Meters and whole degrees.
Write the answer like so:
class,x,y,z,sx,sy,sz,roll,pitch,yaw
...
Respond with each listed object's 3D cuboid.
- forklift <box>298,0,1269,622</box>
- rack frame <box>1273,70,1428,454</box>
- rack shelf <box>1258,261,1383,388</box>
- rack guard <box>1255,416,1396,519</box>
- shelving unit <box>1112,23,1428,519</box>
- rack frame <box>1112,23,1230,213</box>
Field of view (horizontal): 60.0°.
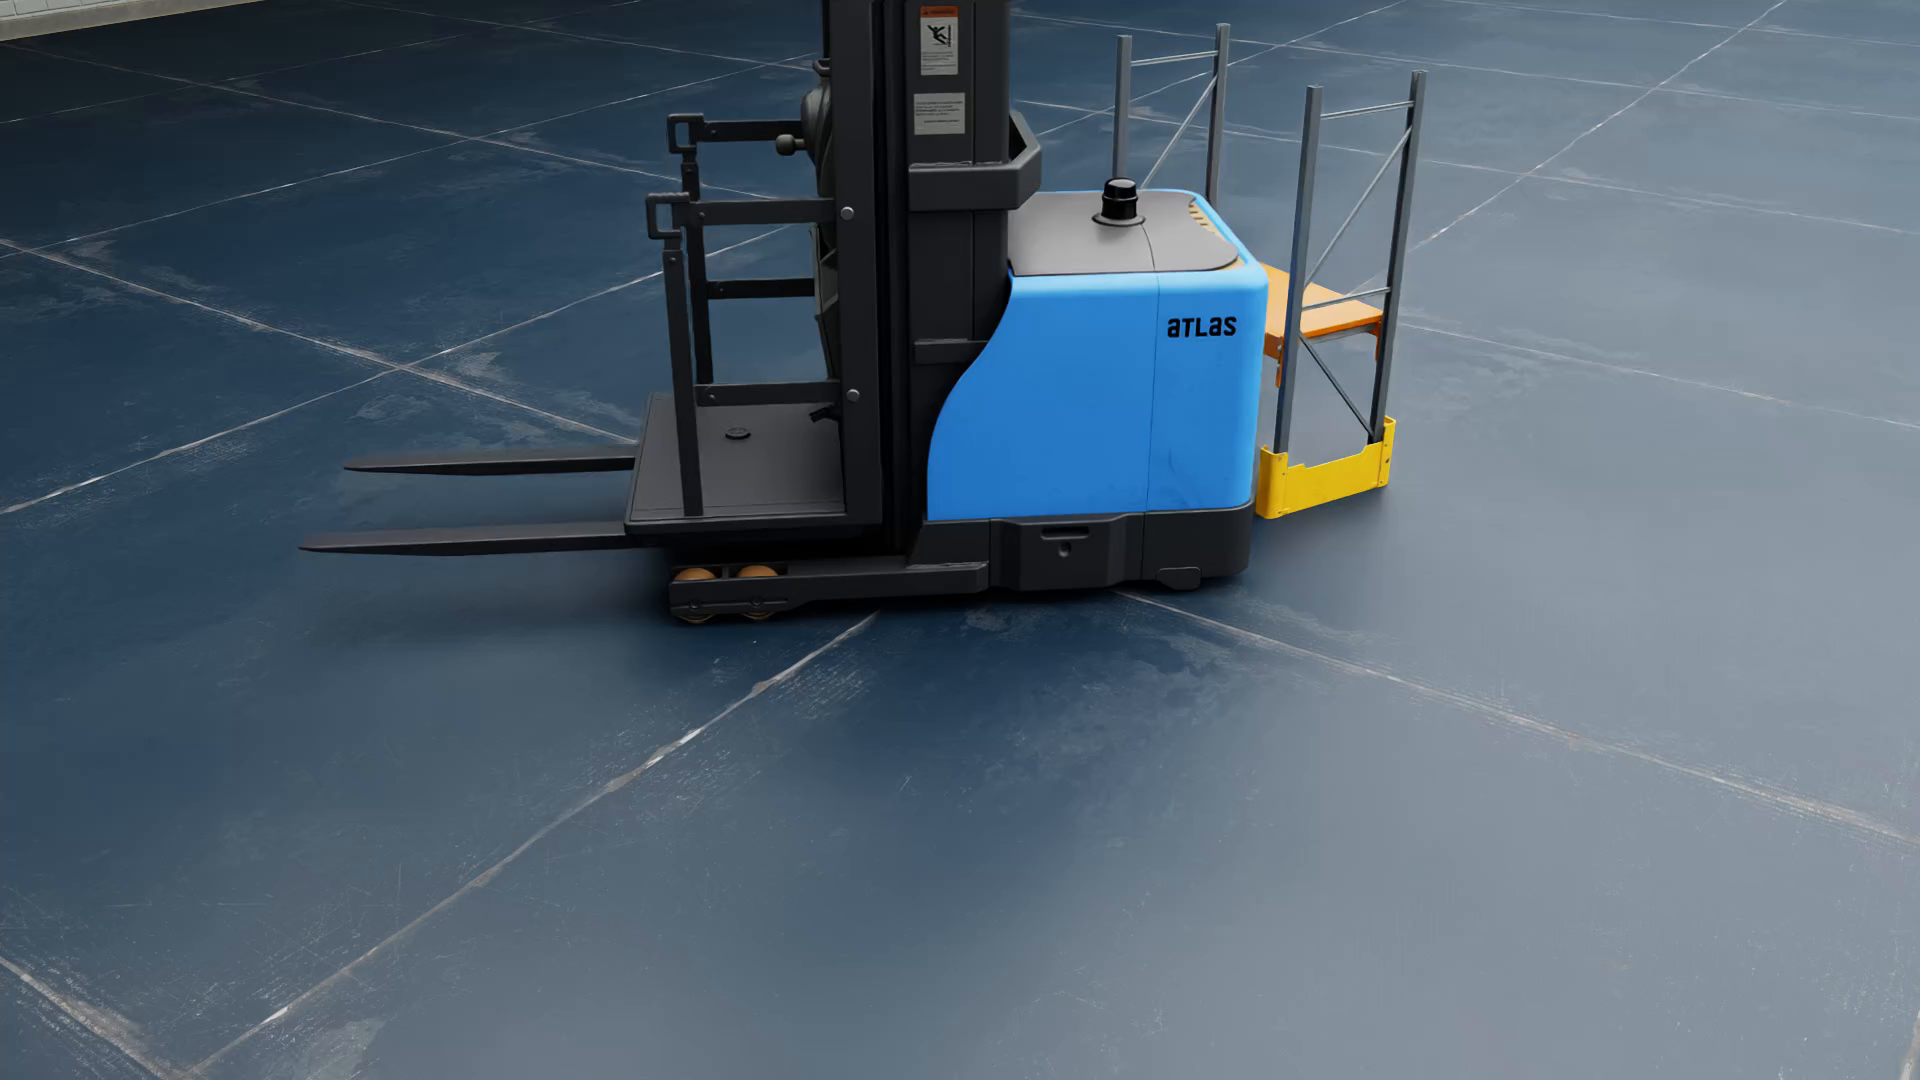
class,x,y,z,sx,sy,sz,roll,pitch,yaw
forklift,-0.602,-1.299,5.072,3.031,2.935,1.130,-3,27,-5
rack frame,1.322,-0.823,5.714,0.500,1.500,0.032,-15,31,-27
rack shelf,1.058,-0.860,6.183,0.538,0.185,1.000,-15,31,-27
rack guard,1.321,-0.267,5.999,0.587,0.250,0.087,-15,31,-27
shelving unit,1.063,-1.017,6.095,0.587,1.500,1.083,-15,31,-27
rack frame,0.795,-1.218,6.489,0.500,1.500,0.032,-15,31,-27
